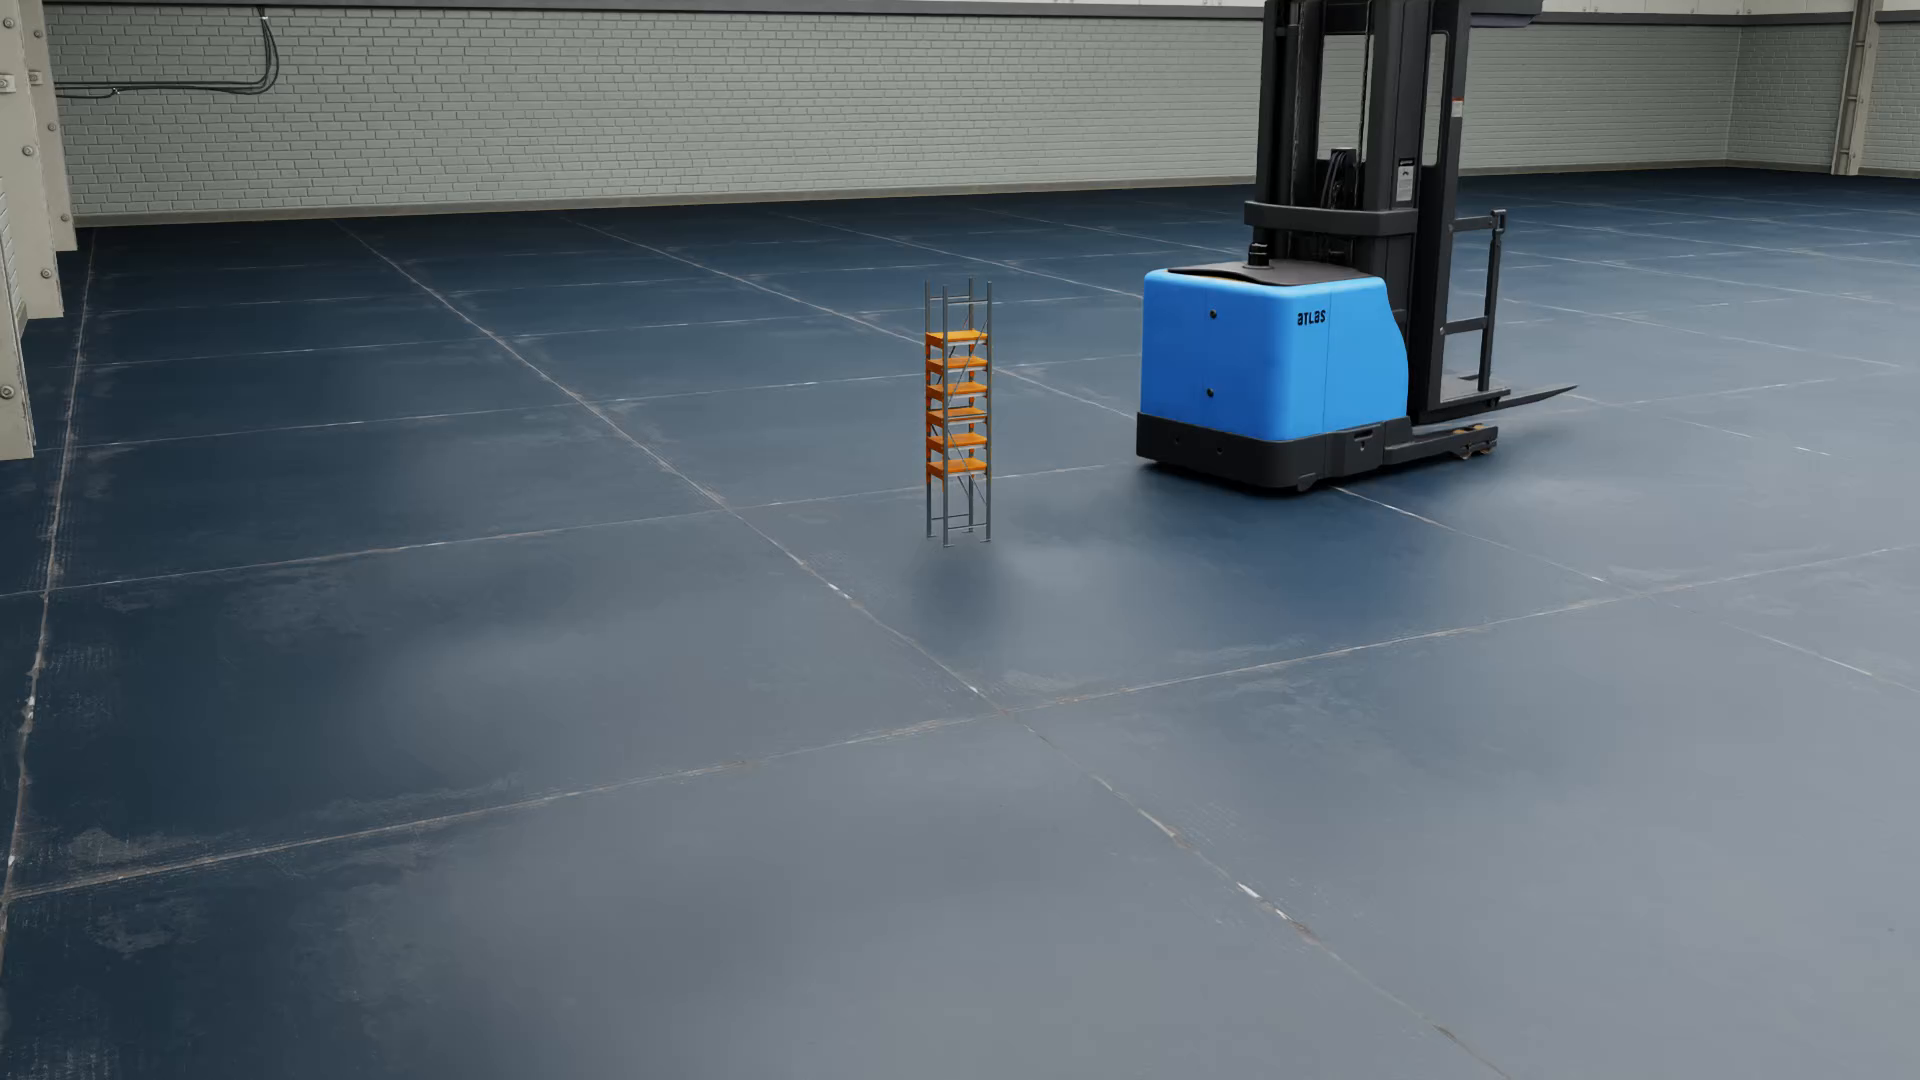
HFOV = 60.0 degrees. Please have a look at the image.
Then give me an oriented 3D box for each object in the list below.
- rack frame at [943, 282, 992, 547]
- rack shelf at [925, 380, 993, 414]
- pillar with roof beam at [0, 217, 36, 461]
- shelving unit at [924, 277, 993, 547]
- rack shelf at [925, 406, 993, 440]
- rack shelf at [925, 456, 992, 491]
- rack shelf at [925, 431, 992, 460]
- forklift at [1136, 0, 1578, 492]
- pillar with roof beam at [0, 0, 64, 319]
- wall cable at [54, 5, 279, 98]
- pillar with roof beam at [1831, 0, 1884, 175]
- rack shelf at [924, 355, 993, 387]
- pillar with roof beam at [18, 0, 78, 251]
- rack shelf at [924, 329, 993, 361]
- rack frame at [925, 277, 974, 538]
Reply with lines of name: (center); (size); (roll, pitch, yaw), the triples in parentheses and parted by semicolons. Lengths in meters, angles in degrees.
rack frame: (0.034, -0.558, 7.519); (0.240, 1.200, 0.006); (-8, 18, -25)
rack shelf: (-0.006, -0.653, 7.577); (0.258, 0.103, 0.180); (-8, 18, -25)
pillar with roof beam: (-1.578, -5.341, 10.047); (9.100, 9.000, 0.400); (-8, 18, -25)
shelving unit: (-0.006, -0.580, 7.598); (0.258, 1.200, 0.189); (-8, 18, -25)
rack shelf: (-0.006, -0.538, 7.610); (0.258, 0.103, 0.180); (-8, 18, -25)
rack shelf: (-0.006, -0.307, 7.676); (0.258, 0.103, 0.180); (-8, 18, -25)
rack shelf: (-0.006, -0.422, 7.643); (0.258, 0.103, 0.180); (-8, 18, -25)
forklift: (2.433, -1.963, 9.278); (3.031, 2.935, 1.130); (-12, 20, -37)
pillar with roof beam: (-4.207, -6.828, 15.231); (9.100, 9.000, 0.400); (-8, 18, -25)
wall cable: (-10.807, -7.194, 22.133); (3.097, 2.526, 0.112); (-8, 18, -25)
pillar with roof beam: (13.741, -11.082, 30.054); (9.100, 9.000, 0.400); (-8, 18, -25)
rack shelf: (-0.006, -0.768, 7.544); (0.258, 0.103, 0.180); (-8, 18, -25)
pillar with roof beam: (-6.835, -8.316, 20.415); (9.100, 9.000, 0.400); (-8, 18, -25)
rack shelf: (-0.006, -0.884, 7.511); (0.258, 0.103, 0.180); (-8, 18, -25)
rack frame: (-0.046, -0.603, 7.677); (0.240, 1.200, 0.006); (-8, 18, -25)
